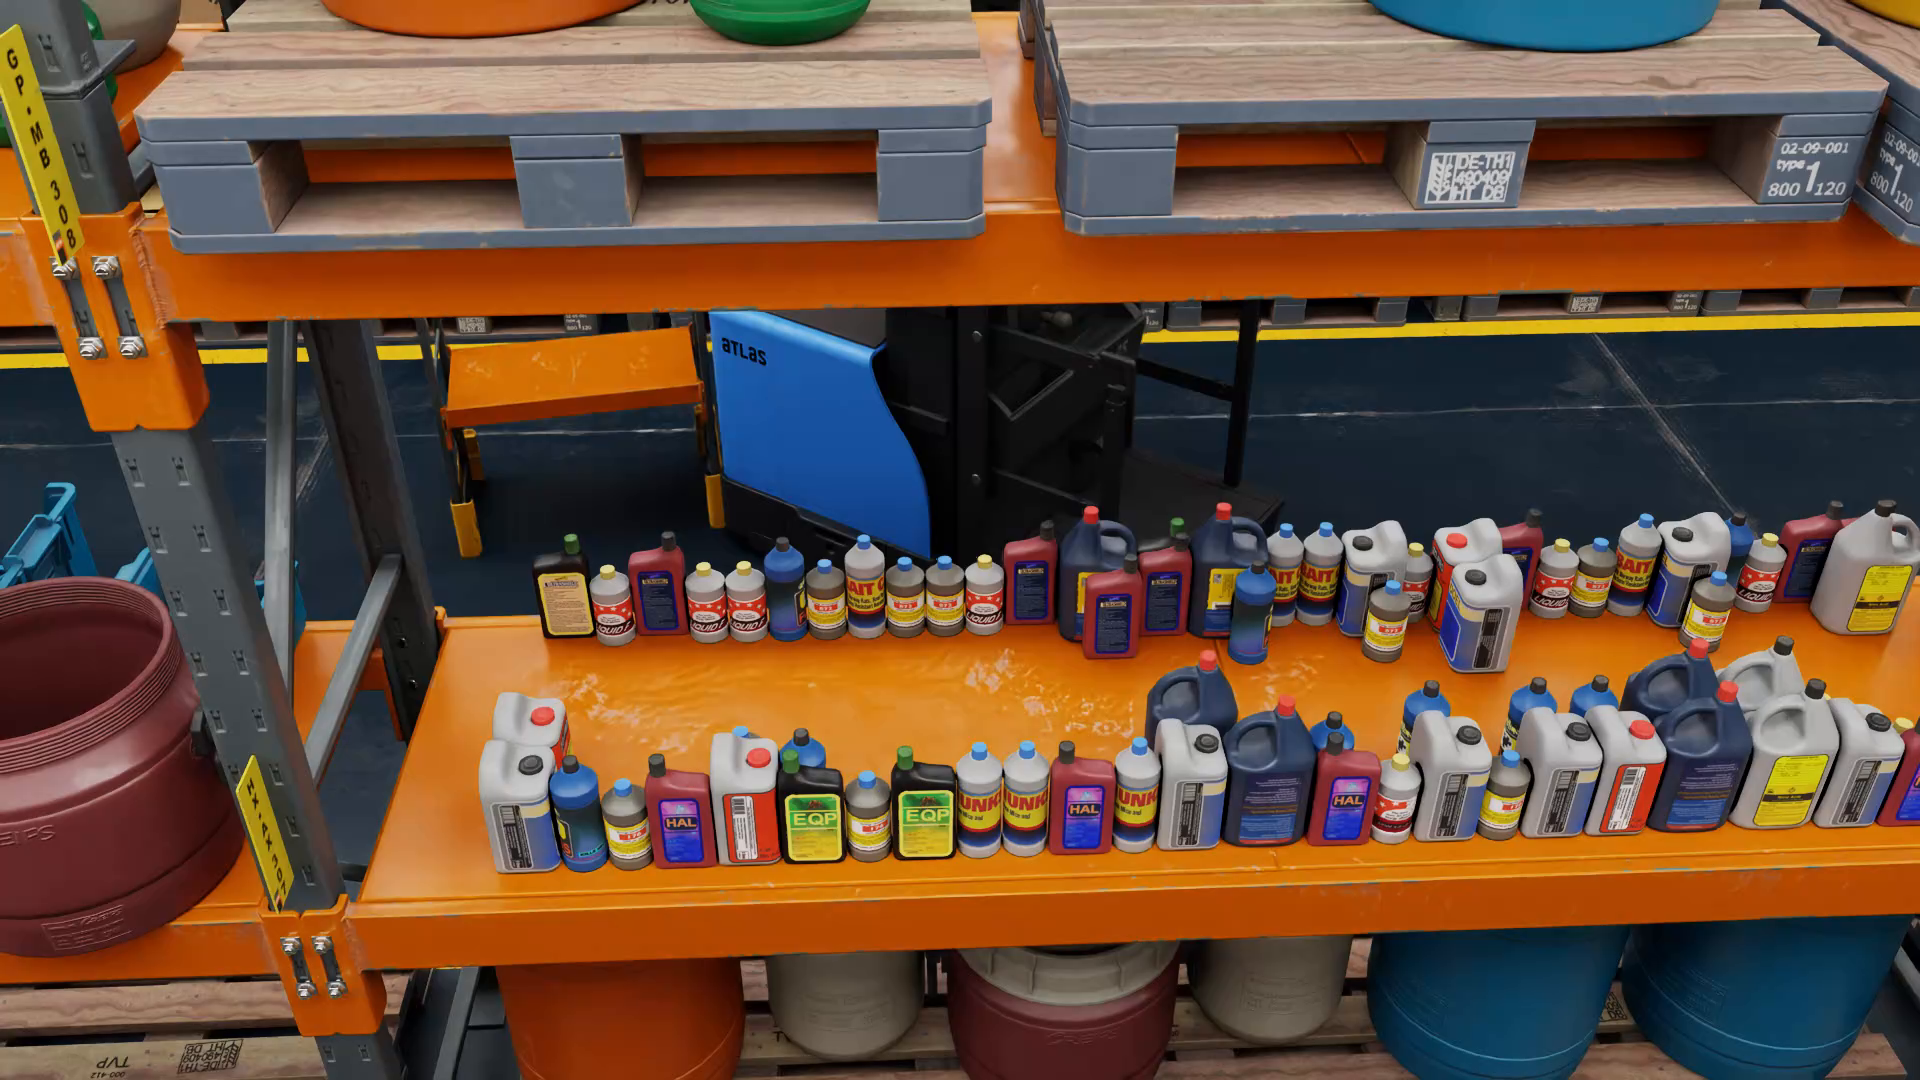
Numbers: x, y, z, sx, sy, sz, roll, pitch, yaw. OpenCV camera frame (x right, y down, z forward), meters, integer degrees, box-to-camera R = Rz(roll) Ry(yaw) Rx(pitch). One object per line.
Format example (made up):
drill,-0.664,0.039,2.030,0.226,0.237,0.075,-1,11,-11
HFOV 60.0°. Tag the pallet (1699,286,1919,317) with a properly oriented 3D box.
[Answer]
pallet,4.321,-1.512,8.750,1.213,0.211,1.003,-2,35,-2

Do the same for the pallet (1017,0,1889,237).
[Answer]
pallet,0.733,-0.838,2.855,1.213,0.211,1.003,-2,35,-2

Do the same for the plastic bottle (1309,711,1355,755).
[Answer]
plastic bottle,0.781,0.477,3.537,0.097,0.271,0.097,0,35,0

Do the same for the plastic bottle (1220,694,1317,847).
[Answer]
plastic bottle,0.642,0.470,3.478,0.185,0.351,0.144,-2,35,-2

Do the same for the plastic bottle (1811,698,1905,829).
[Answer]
plastic bottle,1.901,0.464,3.552,0.135,0.276,0.152,-2,35,-2

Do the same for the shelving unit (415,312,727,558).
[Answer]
shelving unit,-1.529,-0.772,6.548,1.083,1.500,0.587,-7,35,-10

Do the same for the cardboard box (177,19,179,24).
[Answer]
cardboard box,-3.783,-2.471,7.597,0.500,0.500,0.500,-1,35,-2

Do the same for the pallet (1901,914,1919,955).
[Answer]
pallet,3.377,1.314,4.666,1.213,0.211,1.003,-2,35,-2

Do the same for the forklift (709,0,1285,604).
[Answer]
forklift,0.553,-0.976,5.584,3.031,2.935,1.130,21,40,28

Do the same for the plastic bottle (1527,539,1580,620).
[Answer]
plastic bottle,1.487,0.089,4.159,0.097,0.201,0.097,0,35,0

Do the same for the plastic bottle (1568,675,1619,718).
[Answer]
plastic bottle,1.373,0.410,3.635,0.097,0.271,0.097,0,35,0

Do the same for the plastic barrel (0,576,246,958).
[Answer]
plastic barrel,-1.800,0.446,3.350,0.708,0.536,0.600,-2,35,-2

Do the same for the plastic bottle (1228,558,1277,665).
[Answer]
plastic bottle,0.703,0.164,3.990,0.097,0.271,0.097,0,35,0

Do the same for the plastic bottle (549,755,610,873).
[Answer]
plastic bottle,-0.786,0.554,3.426,0.097,0.271,0.097,0,35,0

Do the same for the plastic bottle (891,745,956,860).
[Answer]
plastic bottle,-0.075,0.541,3.435,0.133,0.283,0.061,-2,35,-2

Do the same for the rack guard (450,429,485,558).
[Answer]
rack guard,-2.016,-0.199,6.817,0.087,0.250,0.587,-7,35,-10

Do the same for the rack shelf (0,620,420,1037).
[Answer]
rack shelf,-3.349,0.667,3.783,4.000,0.370,1.077,-2,35,-2

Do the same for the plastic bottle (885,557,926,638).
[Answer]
plastic bottle,-0.134,0.133,4.096,0.097,0.201,0.097,0,35,0

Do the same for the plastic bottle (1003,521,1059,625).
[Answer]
plastic bottle,0.175,0.081,4.100,0.133,0.283,0.061,-2,35,-2

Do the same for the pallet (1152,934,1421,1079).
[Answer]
pallet,0.650,1.388,4.560,1.213,0.211,1.003,-2,35,-2

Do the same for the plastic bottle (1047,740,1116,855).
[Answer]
plastic bottle,0.253,0.532,3.448,0.133,0.283,0.061,-2,35,-2

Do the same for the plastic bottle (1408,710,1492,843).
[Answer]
plastic bottle,1.031,0.488,3.518,0.135,0.276,0.152,-2,35,-2

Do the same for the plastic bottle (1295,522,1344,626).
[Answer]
plastic bottle,0.891,0.077,4.116,0.097,0.271,0.097,0,35,0

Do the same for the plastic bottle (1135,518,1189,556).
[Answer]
plastic bottle,0.492,0.072,4.112,0.133,0.283,0.061,-2,35,-2

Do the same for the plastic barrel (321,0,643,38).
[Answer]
plastic barrel,-0.784,-1.279,2.580,0.708,0.830,0.600,-2,35,-2

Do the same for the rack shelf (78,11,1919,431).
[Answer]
rack shelf,0.647,-0.675,3.085,4.000,0.370,1.077,-2,35,-2

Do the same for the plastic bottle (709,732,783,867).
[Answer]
plastic bottle,-0.441,0.528,3.461,0.135,0.276,0.152,-2,35,-2

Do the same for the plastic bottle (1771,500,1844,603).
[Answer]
plastic bottle,2.125,0.028,4.176,0.133,0.283,0.061,-2,35,-2

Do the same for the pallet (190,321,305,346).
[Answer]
pallet,-3.622,-1.321,8.473,1.213,0.211,1.003,-2,35,-2

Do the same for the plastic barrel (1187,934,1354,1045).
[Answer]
plastic barrel,0.825,1.048,4.417,0.421,0.512,0.421,0,35,0

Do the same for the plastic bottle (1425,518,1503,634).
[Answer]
plastic bottle,1.239,0.081,4.106,0.135,0.276,0.152,-2,35,-2

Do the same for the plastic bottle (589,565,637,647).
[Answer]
plastic bottle,-0.851,0.153,4.068,0.097,0.201,0.097,0,35,0

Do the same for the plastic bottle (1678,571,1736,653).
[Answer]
plastic bottle,1.823,0.167,4.047,0.097,0.201,0.097,0,35,0

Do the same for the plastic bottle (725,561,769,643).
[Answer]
plastic bottle,-0.523,0.144,4.081,0.097,0.201,0.097,0,35,0

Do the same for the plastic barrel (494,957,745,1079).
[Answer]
plastic barrel,-0.863,1.014,4.187,0.708,0.830,0.600,-2,35,-2

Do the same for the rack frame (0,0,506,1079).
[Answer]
rack frame,-1.351,0.317,3.656,0.127,3.000,1.000,-2,35,-2

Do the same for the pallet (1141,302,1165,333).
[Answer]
pallet,0.382,-1.382,8.561,1.213,0.211,1.003,-2,35,-2

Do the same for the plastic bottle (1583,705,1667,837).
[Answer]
plastic bottle,1.398,0.478,3.532,0.135,0.276,0.152,-2,35,-2

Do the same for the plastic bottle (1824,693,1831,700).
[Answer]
plastic bottle,1.877,0.425,3.675,0.097,0.201,0.097,0,35,0

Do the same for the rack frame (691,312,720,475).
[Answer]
rack frame,-1.041,-0.832,6.635,0.032,1.500,0.500,-7,35,-10

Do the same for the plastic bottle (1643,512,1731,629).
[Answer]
plastic bottle,1.799,0.066,4.128,0.135,0.276,0.152,-2,35,-2

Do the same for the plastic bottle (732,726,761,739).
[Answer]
plastic bottle,-0.466,0.488,3.584,0.097,0.201,0.097,0,35,0
